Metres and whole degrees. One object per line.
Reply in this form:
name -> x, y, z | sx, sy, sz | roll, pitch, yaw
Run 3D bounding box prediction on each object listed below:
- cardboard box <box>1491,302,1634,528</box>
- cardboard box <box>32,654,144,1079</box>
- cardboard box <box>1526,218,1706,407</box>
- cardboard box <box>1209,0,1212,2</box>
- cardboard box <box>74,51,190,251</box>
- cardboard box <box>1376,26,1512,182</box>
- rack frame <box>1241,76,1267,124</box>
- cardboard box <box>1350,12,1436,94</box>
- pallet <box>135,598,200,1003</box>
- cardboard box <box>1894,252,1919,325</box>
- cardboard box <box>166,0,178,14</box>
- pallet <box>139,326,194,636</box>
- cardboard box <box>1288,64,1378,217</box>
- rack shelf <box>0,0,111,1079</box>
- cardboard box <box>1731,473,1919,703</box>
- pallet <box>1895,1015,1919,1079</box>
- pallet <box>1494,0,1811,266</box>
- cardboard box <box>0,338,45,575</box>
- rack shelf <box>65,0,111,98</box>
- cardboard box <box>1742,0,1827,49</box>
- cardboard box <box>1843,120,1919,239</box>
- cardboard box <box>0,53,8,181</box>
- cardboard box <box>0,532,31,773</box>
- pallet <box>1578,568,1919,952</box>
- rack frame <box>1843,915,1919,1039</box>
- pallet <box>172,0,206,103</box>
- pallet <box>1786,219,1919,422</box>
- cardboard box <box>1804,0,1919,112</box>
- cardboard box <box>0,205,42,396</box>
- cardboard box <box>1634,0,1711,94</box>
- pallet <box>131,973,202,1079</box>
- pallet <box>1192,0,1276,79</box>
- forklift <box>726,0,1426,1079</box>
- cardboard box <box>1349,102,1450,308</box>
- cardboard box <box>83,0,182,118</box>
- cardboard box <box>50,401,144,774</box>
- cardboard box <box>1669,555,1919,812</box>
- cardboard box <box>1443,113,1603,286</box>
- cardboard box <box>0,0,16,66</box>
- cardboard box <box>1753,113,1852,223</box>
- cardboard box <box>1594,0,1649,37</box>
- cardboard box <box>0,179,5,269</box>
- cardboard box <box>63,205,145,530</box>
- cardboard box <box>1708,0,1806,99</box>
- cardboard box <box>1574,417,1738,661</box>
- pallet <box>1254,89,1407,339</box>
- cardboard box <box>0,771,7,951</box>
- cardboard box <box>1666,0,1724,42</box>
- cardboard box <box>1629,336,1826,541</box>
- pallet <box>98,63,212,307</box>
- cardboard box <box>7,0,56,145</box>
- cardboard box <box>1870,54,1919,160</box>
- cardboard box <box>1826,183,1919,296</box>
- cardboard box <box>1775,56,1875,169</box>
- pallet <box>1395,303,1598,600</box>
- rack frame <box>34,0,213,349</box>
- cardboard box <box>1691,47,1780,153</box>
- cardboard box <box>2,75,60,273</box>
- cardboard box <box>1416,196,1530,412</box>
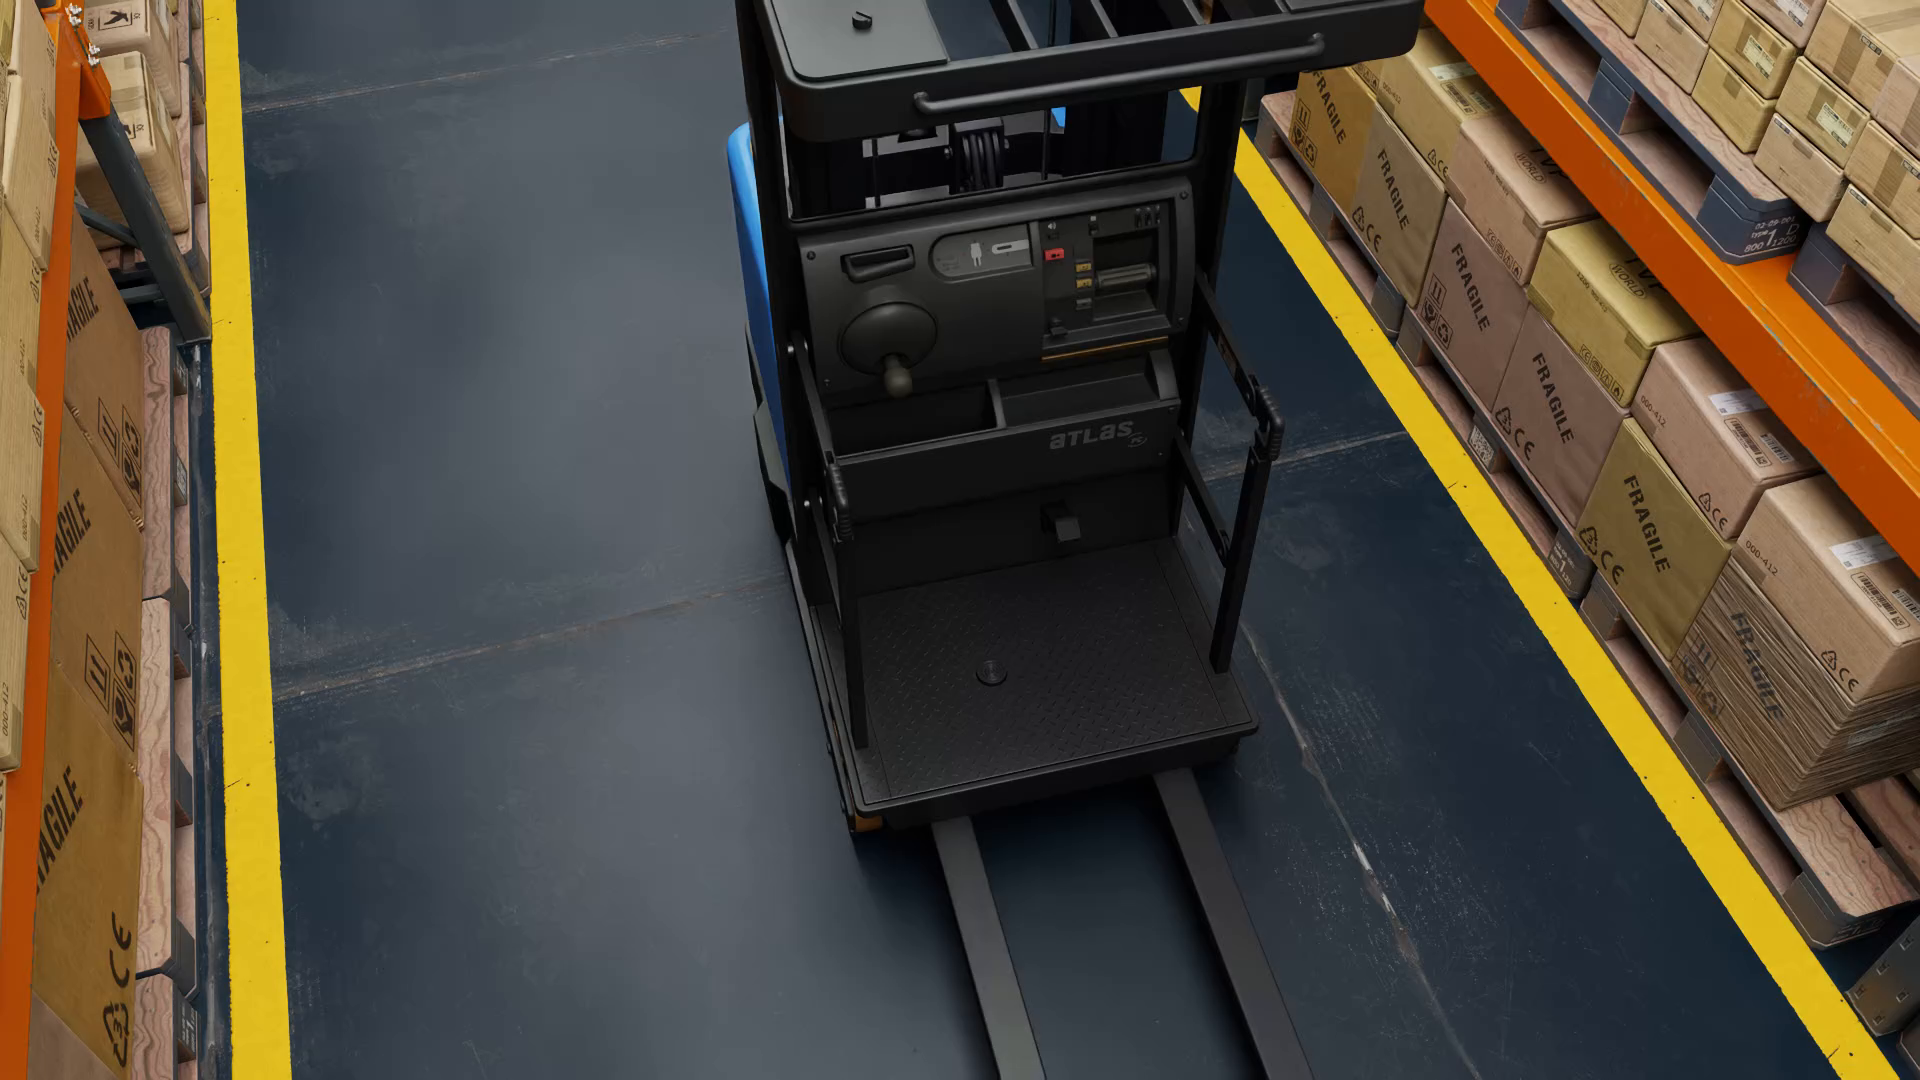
cardboard box -> 2.003, -0.432, 5.012 | 0.500, 0.500, 0.500 | -14, 51, -12
cardboard box -> -2.471, 0.782, 3.744 | 0.875, 0.875, 0.875 | -12, 51, -10
cardboard box -> 1.991, -0.688, 4.737 | 0.500, 0.250, 0.500 | -15, 52, -13
cardboard box -> 1.485, -2.665, 6.731 | 1.050, 0.750, 0.750 | -14, 51, -11
cardboard box -> -3.277, -1.300, 5.828 | 0.950, 0.372, 0.625 | -16, 52, -13
cardboard box -> 1.702, -1.432, 5.365 | 0.500, 0.250, 0.500 | -14, 51, -11
rack frame -> 1.579, -2.790, 5.640 | 1.000, 3.000, 0.127 | -13, 51, -11
cardboard box -> 1.552, -1.802, 5.677 | 0.500, 0.250, 0.500 | -15, 52, -13
pallet -> -2.602, 0.785, 4.450 | 1.003, 0.211, 1.213 | -13, 51, -11
cardboard box -> 2.306, -0.540, 3.633 | 0.380, 0.149, 0.250 | -13, 51, -11
cardboard box -> -3.722, -2.392, 6.749 | 0.950, 0.372, 0.625 | -12, 51, -10
pallet -> -2.959, -0.105, 5.200 | 1.003, 0.211, 1.213 | -13, 51, -11
cardboard box -> 1.544, -1.545, 5.951 | 0.500, 0.500, 0.500 | -15, 52, -13
rack shelf -> -2.528, 0.096, 3.678 | 1.077, 0.370, 4.000 | -13, 51, -11
cardboard box -> 2.300, 0.074, 4.096 | 0.500, 0.250, 0.500 | -15, 51, -12
pallet -> 2.994, 1.513, 3.836 | 1.003, 0.211, 1.213 | -13, 51, -11
pallet -> 2.203, -1.291, 4.502 | 1.003, 0.211, 1.213 | -13, 51, -11
cardboard box -> -2.245, -0.130, 3.496 | 0.500, 0.250, 0.500 | -14, 51, -12
rack shelf -> -3.711, -2.825, 6.140 | 1.077, 0.370, 4.000 | -13, 51, -11
cardboard box -> 2.072, -1.315, 3.897 | 0.380, 0.149, 0.250 | -15, 52, -13
cardboard box -> 2.221, -0.837, 3.689 | 0.380, 0.149, 0.250 | -15, 51, -12
cardboard box -> -2.579, -1.039, 3.935 | 0.500, 0.250, 0.500 | -14, 51, -12
cardboard box -> -2.106, 0.237, 3.187 | 0.500, 0.250, 0.500 | -14, 51, -11
pallet -> 2.530, 0.462, 4.722 | 1.003, 0.211, 1.213 | -13, 51, -11
rack frame -> 2.762, 0.132, 3.177 | 1.000, 3.000, 0.127 | -13, 51, -11
pallet -> -3.707, -2.158, 6.931 | 1.003, 0.211, 1.213 | -13, 51, -11
pallet -> 2.675, -0.397, 3.749 | 1.003, 0.211, 1.213 | -13, 51, -11
cardboard box -> 2.155, -1.120, 3.733 | 0.380, 0.149, 0.250 | -15, 51, -12
cardboard box -> -2.423, -0.497, 3.805 | 0.500, 0.250, 0.500 | -14, 51, -11
cardboard box -> 1.988, -1.313, 4.285 | 0.380, 0.149, 0.250 | -15, 51, -12
pallet -> -2.237, 1.677, 3.698 | 1.003, 0.211, 1.213 | -13, 51, -11
pallet -> 1.418, -2.484, 7.206 | 1.003, 0.211, 1.213 | -13, 51, -11
forklift -> 0.153, -0.478, 3.736 | 1.130, 2.935, 3.031 | -11, 51, -9
cardboard box -> 1.696, -1.178, 5.642 | 0.500, 0.500, 0.500 | -13, 51, -11
cardboard box -> -3.503, -1.837, 6.281 | 0.950, 0.372, 0.625 | -14, 51, -12
cardboard box -> -2.735, 0.129, 4.295 | 0.875, 0.875, 0.875 | -13, 51, -11
cardboard box -> 2.302, 0.319, 4.380 | 0.500, 0.500, 0.500 | -14, 51, -12
cardboard box -> 1.836, -1.068, 5.058 | 0.500, 0.250, 0.500 | -13, 51, -11
cardboard box -> -2.734, -1.413, 4.250 | 0.500, 0.250, 0.500 | -13, 51, -11
cardboard box -> 2.144, -0.925, 3.957 | 0.380, 0.149, 0.250 | -15, 52, -13
cardboard box -> 1.912, -1.504, 4.445 | 0.380, 0.149, 0.250 | -13, 51, -10
cardboard box -> -2.408, -0.670, 3.624 | 0.500, 0.250, 0.500 | -15, 51, -12
cardboard box -> -2.995, -0.524, 4.845 | 0.875, 0.875, 0.875 | -14, 51, -11
cardboard box -> 2.062, -1.226, 4.017 | 0.380, 0.149, 0.250 | -13, 51, -11
cardboard box -> 2.151, -0.056, 4.696 | 0.500, 0.500, 0.500 | -14, 51, -12
pallet -> 1.809, -1.320, 6.224 | 1.003, 0.211, 1.213 | -13, 51, -11
cardboard box -> -1.969, 0.615, 2.868 | 0.500, 0.250, 0.500 | -14, 51, -12
cardboard box -> 1.996, -1.405, 4.168 | 0.380, 0.149, 0.250 | -12, 51, -10
cardboard box -> 2.161, -0.305, 4.415 | 0.500, 0.250, 0.500 | -11, 51, -9
pallet -> -3.350, -1.269, 6.182 | 1.003, 0.211, 1.213 | -13, 51, -11
cardboard box -> -2.722, -1.237, 4.429 | 0.500, 0.250, 0.500 | -15, 51, -12
cardboard box -> 2.224, -0.940, 3.581 | 0.380, 0.149, 0.250 | -13, 51, -11
cardboard box -> 2.232, -0.723, 3.787 | 0.380, 0.149, 0.250 | -16, 52, -13
cardboard box -> 2.145, -1.027, 3.849 | 0.380, 0.149, 0.250 | -16, 52, -13
pallet -> 2.166, -0.430, 5.475 | 1.003, 0.211, 1.213 | -13, 51, -11
rack frame -> -3.120, -1.596, 4.634 | 1.000, 3.000, 0.127 | -13, 51, -11
cardboard box -> 2.067, -1.118, 4.121 | 0.380, 0.149, 0.250 | -11, 51, -9
cardboard box -> -2.556, -0.868, 4.118 | 0.500, 0.250, 0.500 | -12, 51, -10
cardboard box -> 1.853, -0.805, 5.327 | 0.500, 0.500, 0.500 | -14, 51, -12
